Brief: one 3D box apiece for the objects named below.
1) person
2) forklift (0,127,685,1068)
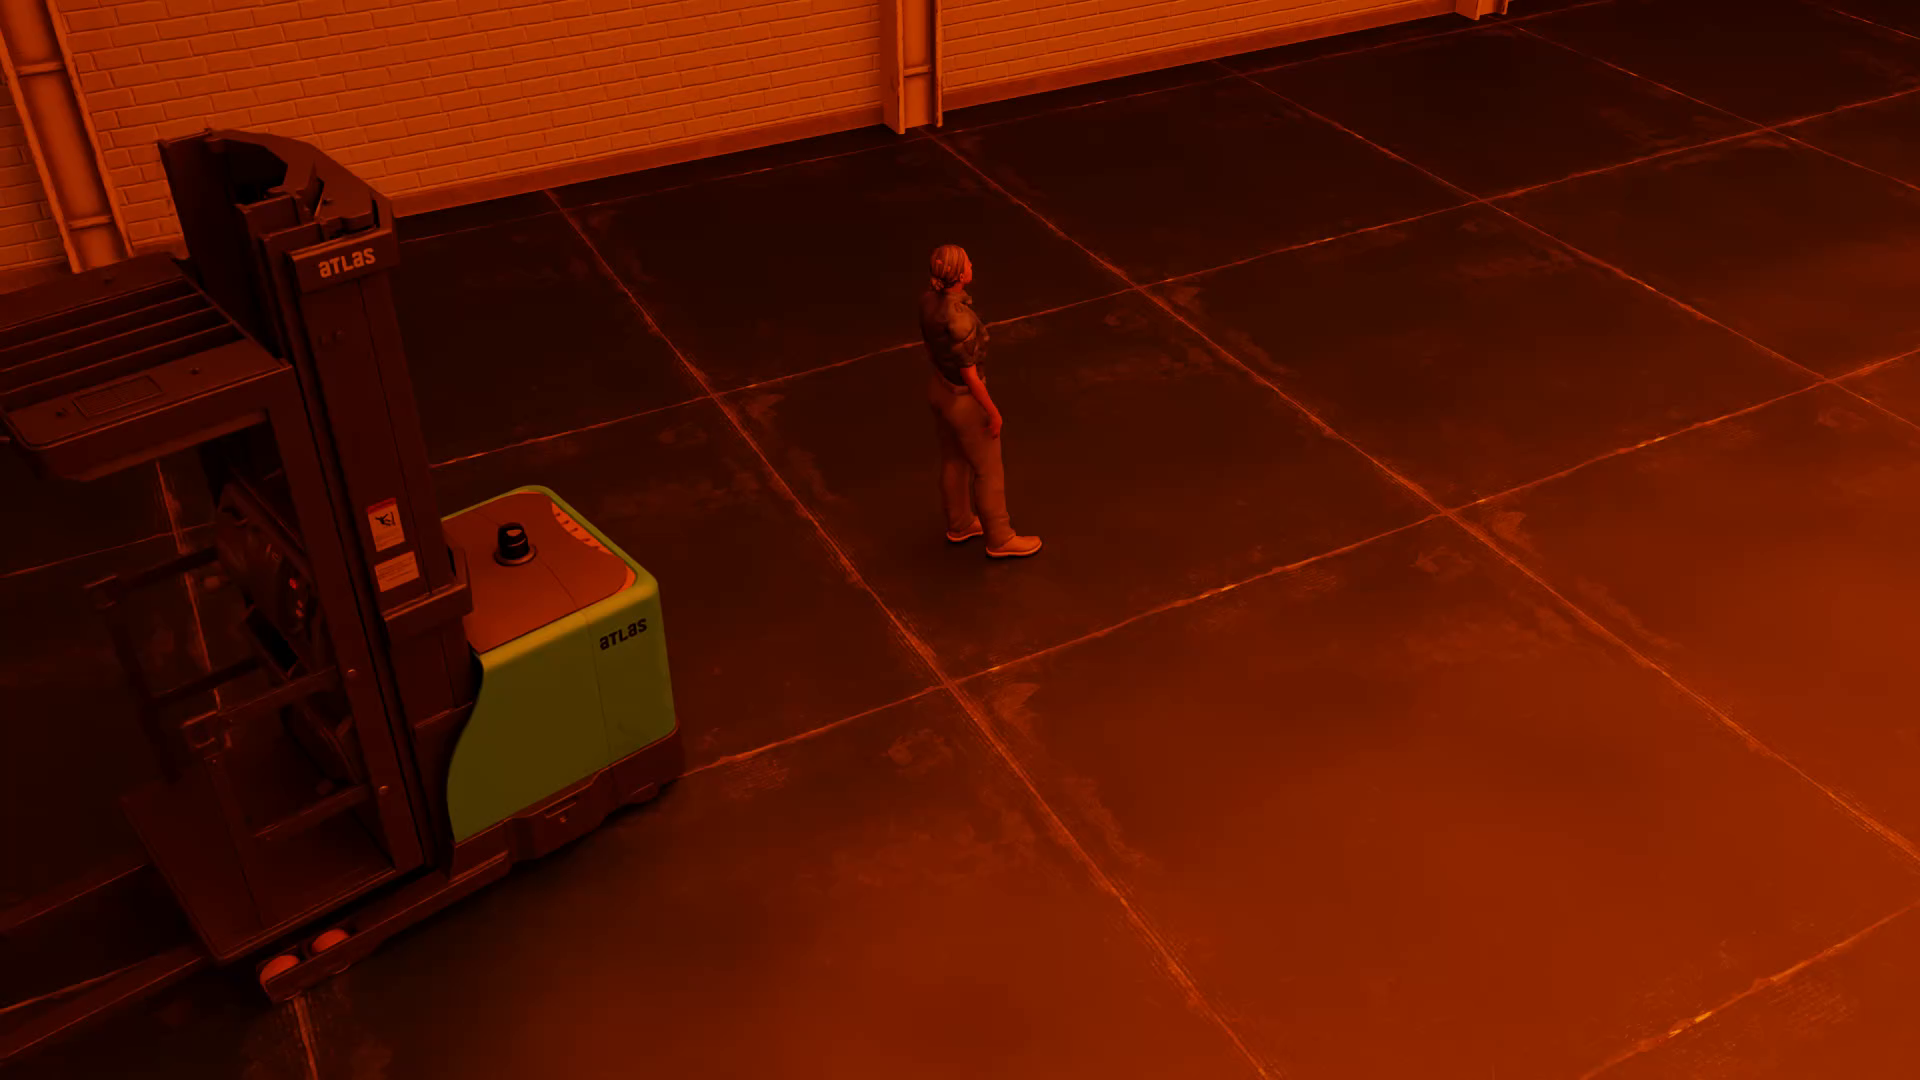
[{"bbox_3d":[0.087,-0.695,8.200,0.503,1.656,0.570,-17,39,-23],"label":"person"},{"bbox_3d":[-2.633,0.180,5.868,3.031,2.935,1.130,-26,43,-32],"label":"forklift"}]
